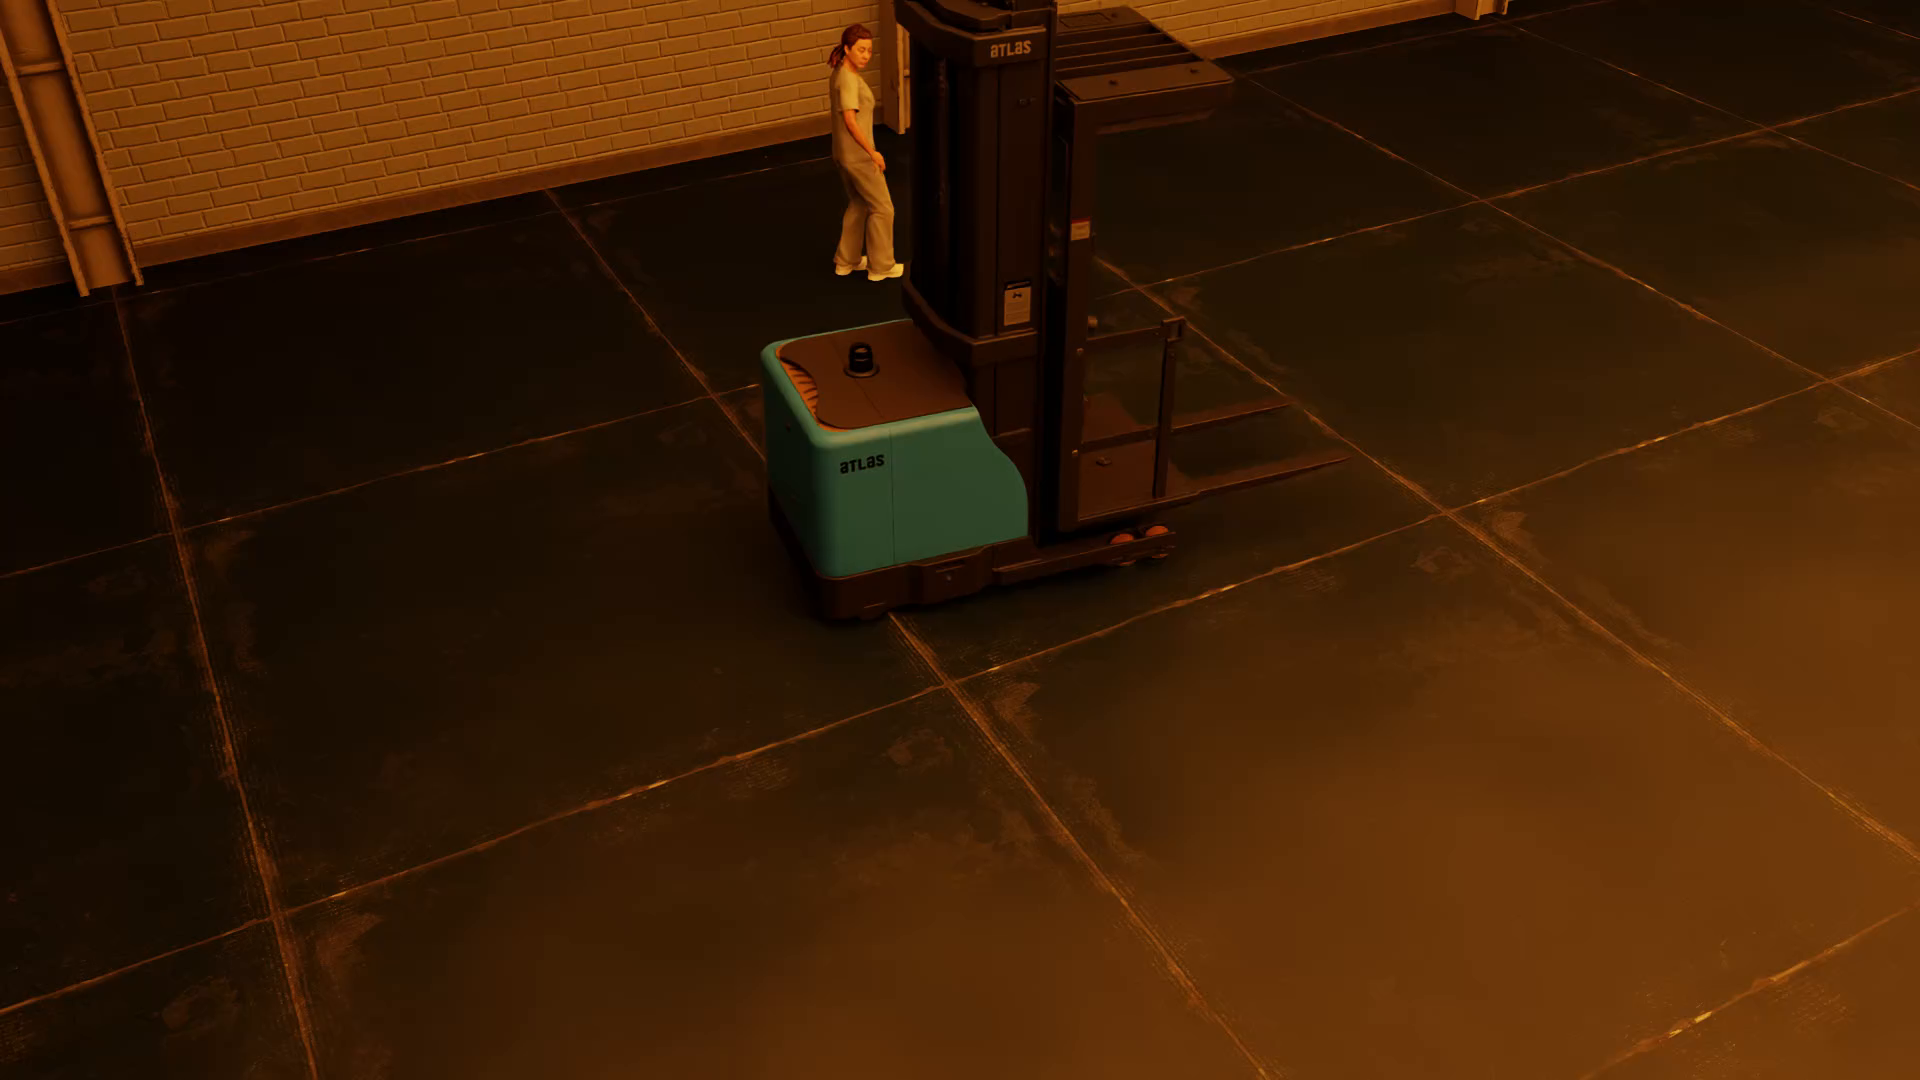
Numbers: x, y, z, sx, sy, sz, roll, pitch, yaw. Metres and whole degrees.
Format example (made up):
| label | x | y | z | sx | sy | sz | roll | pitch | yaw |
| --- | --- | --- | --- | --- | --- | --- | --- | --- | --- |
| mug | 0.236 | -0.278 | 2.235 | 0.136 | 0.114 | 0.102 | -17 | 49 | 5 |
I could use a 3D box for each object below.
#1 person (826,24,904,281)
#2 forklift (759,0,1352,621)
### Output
| label | x | y | z | sx | sy | sz | roll | pitch | yaw |
| --- | --- | --- | --- | --- | --- | --- | --- | --- | --- |
| person | -0.614 | -2.503 | 10.778 | 0.481 | 1.649 | 0.639 | -13 | 37 | -18 |
| forklift | 0.572 | -1.334 | 8.010 | 3.031 | 2.935 | 1.130 | -12 | 37 | -17 |
